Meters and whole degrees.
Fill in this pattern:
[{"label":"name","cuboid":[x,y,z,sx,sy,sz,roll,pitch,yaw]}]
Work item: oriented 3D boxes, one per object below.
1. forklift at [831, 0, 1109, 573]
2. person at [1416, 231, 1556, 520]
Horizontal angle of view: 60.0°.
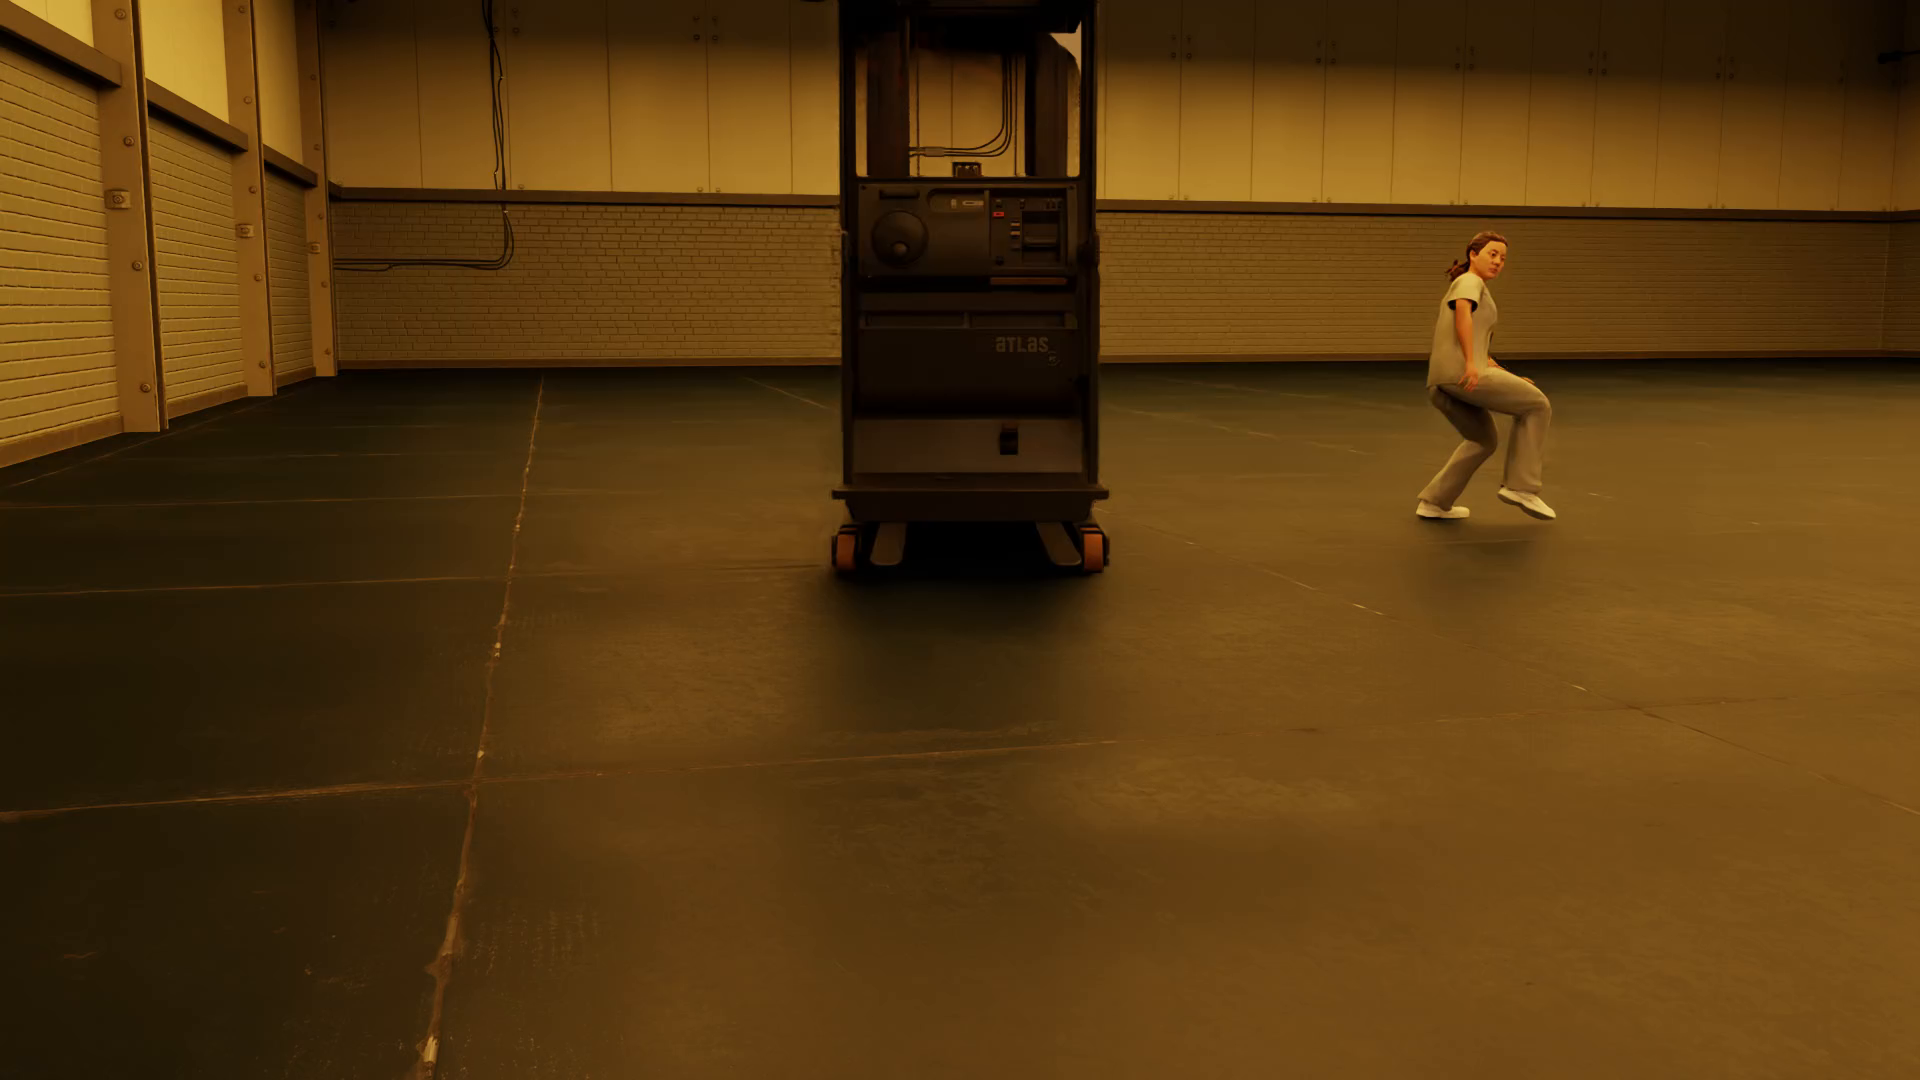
[{"label":"forklift","cuboid":[0.037,-1.358,6.837,1.130,2.935,3.031,0,8,-1]},{"label":"person","cuboid":[2.646,-0.798,8.283,0.674,1.453,0.667,-2,8,-11]}]
